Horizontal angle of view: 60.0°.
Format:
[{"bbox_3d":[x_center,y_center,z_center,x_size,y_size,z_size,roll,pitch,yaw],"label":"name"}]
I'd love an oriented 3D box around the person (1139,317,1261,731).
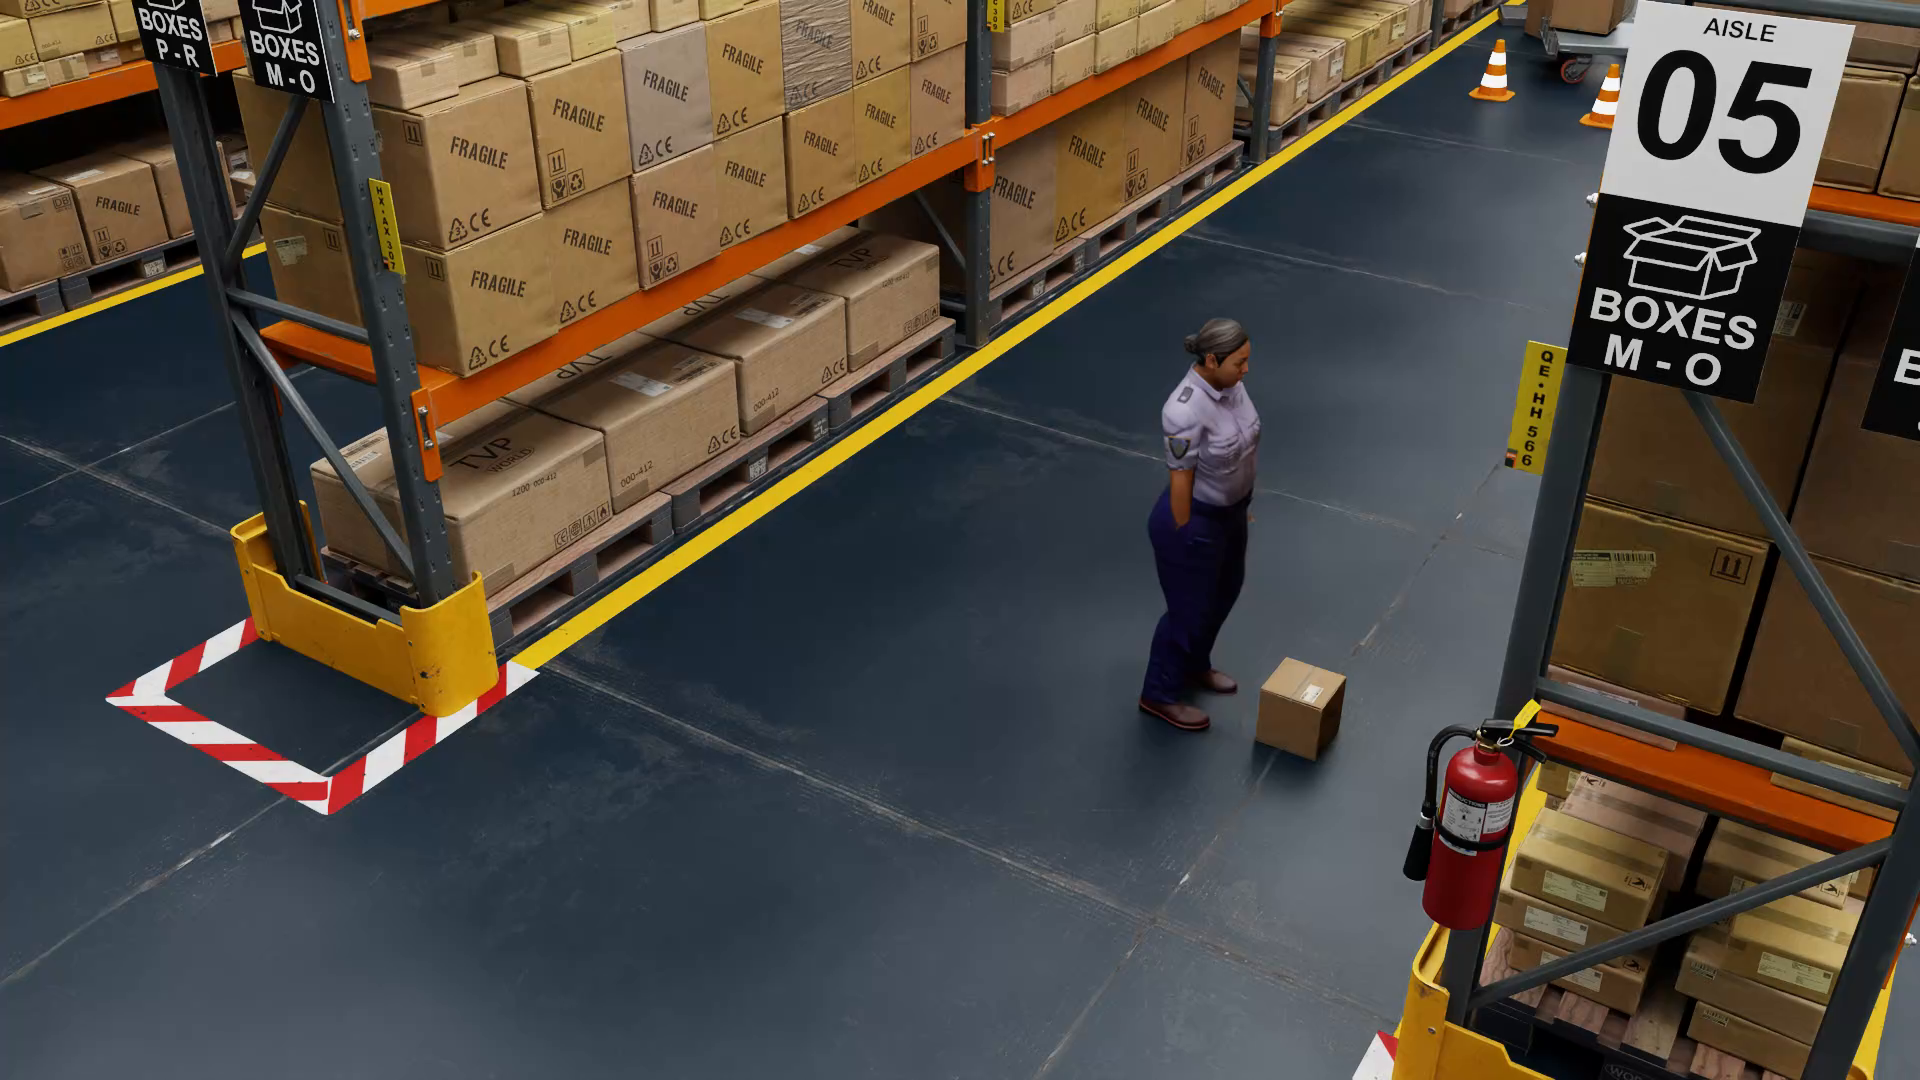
[{"bbox_3d":[0.926,-0.072,6.284,0.340,1.649,0.467,19,35,28],"label":"person"}]
